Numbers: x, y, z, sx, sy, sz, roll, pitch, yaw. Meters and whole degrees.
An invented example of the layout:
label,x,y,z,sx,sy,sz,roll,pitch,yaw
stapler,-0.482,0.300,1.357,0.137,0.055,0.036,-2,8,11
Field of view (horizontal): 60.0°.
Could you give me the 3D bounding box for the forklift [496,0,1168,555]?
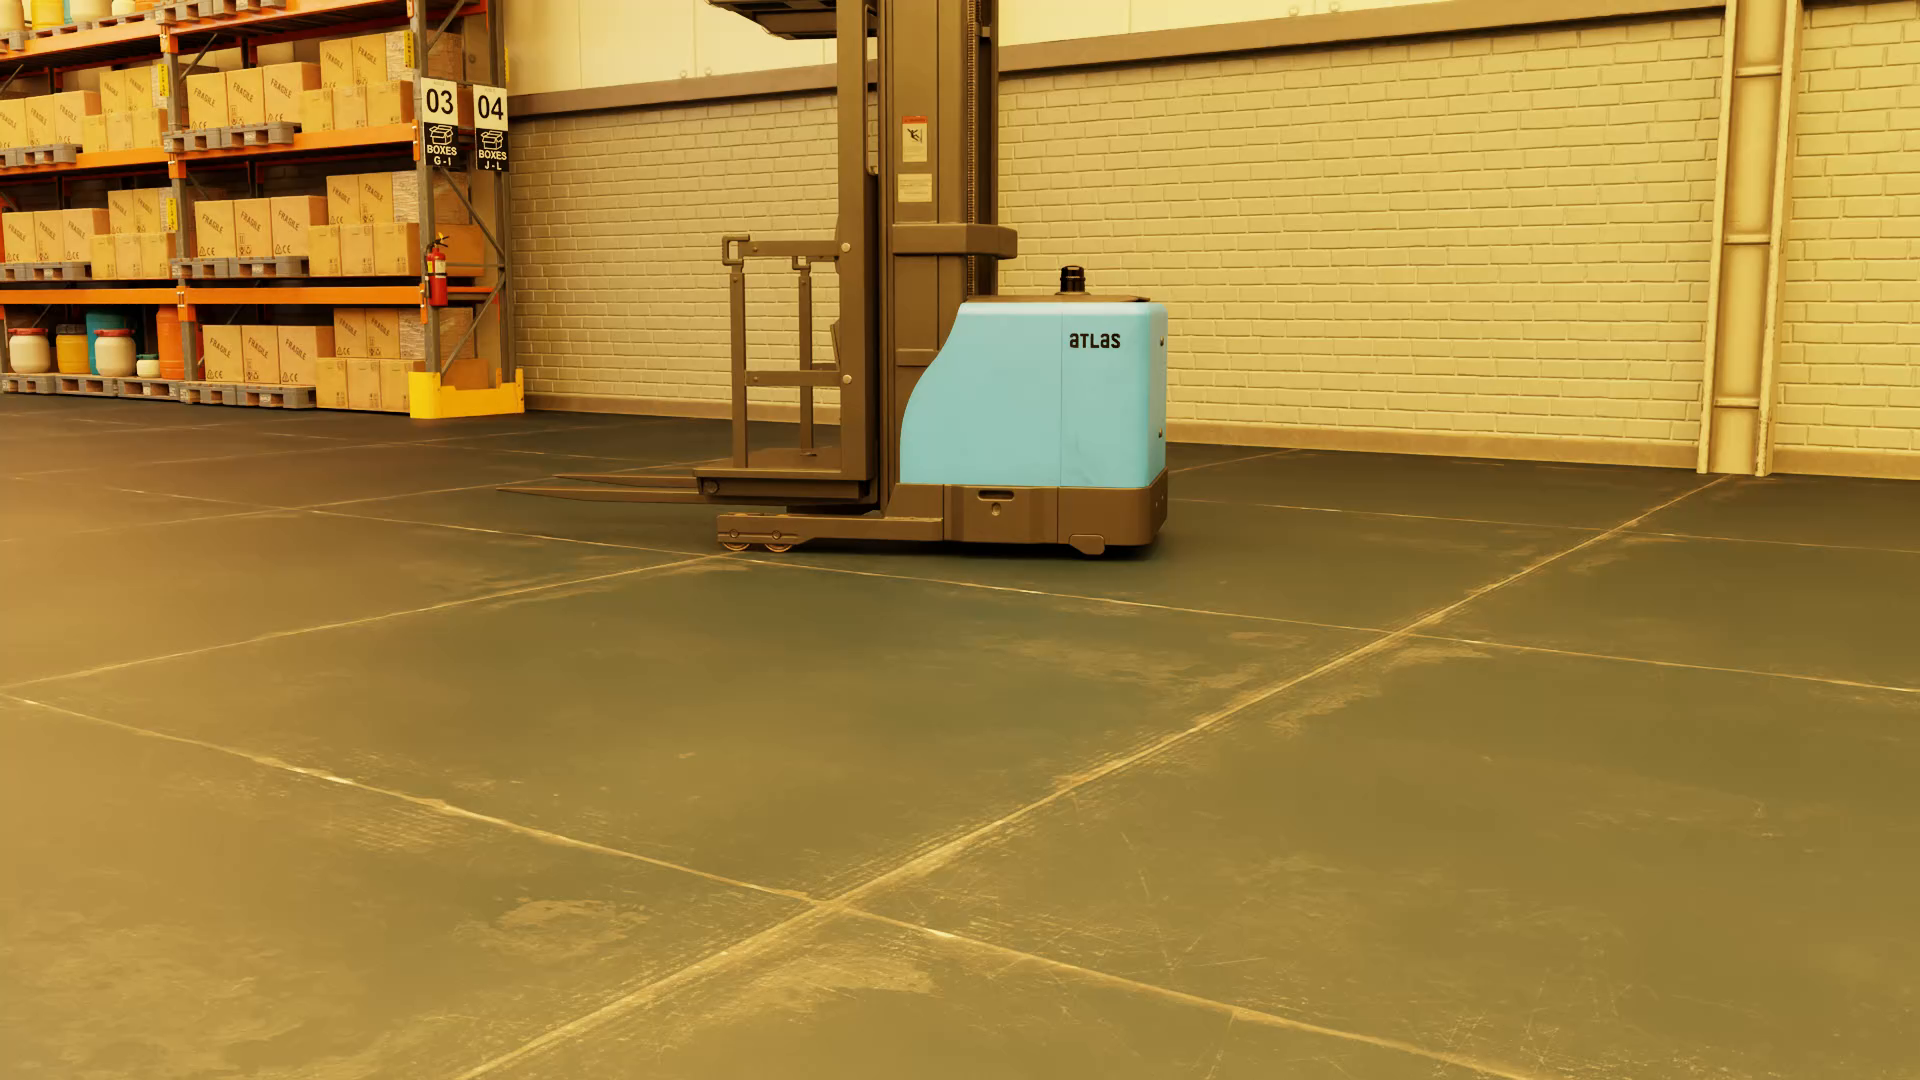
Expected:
label,x,y,z,sx,sy,sz,roll,pitch,yaw
forklift,-0.596,-1.469,7.520,3.031,2.935,1.130,2,8,12
